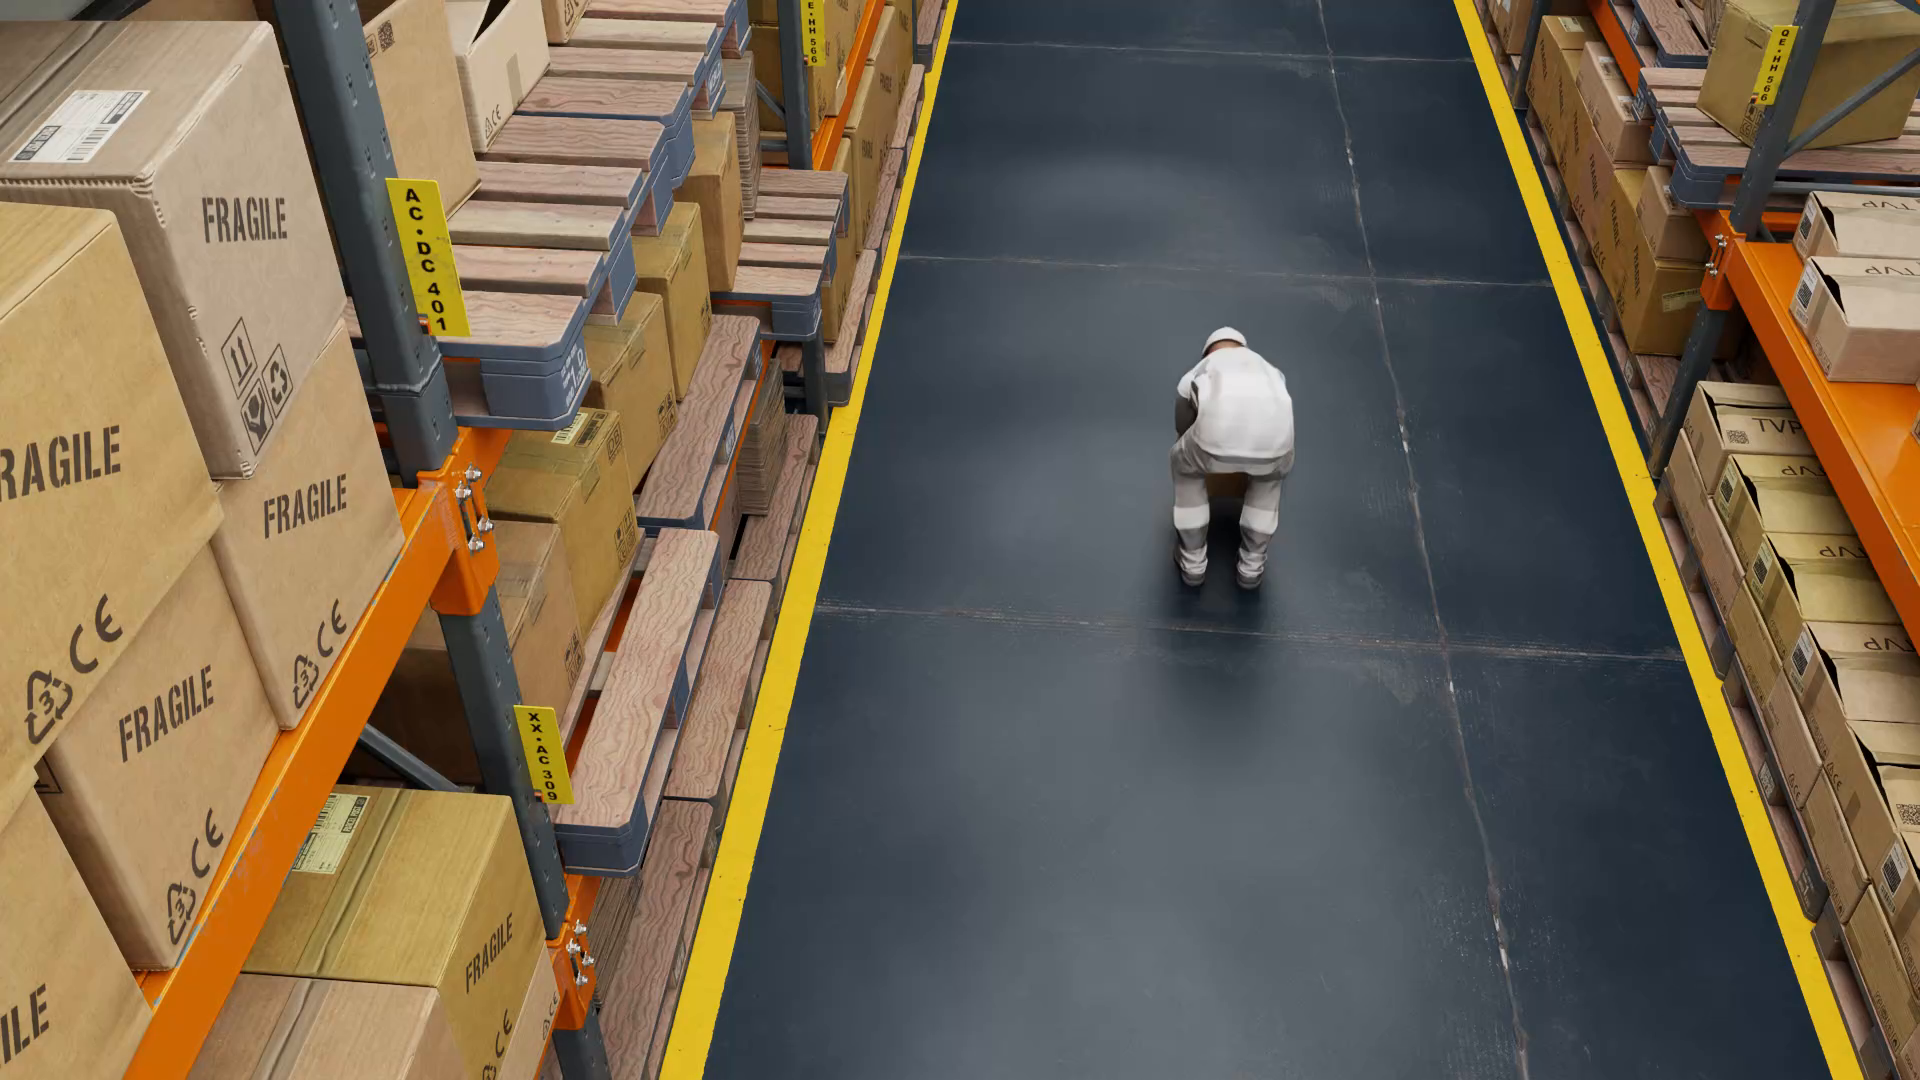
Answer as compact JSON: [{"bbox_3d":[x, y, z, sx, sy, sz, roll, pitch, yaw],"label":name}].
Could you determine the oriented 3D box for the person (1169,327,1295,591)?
[{"bbox_3d":[1.158,-0.396,7.198,0.524,1.036,0.957,1,40,2],"label":"person"}]
